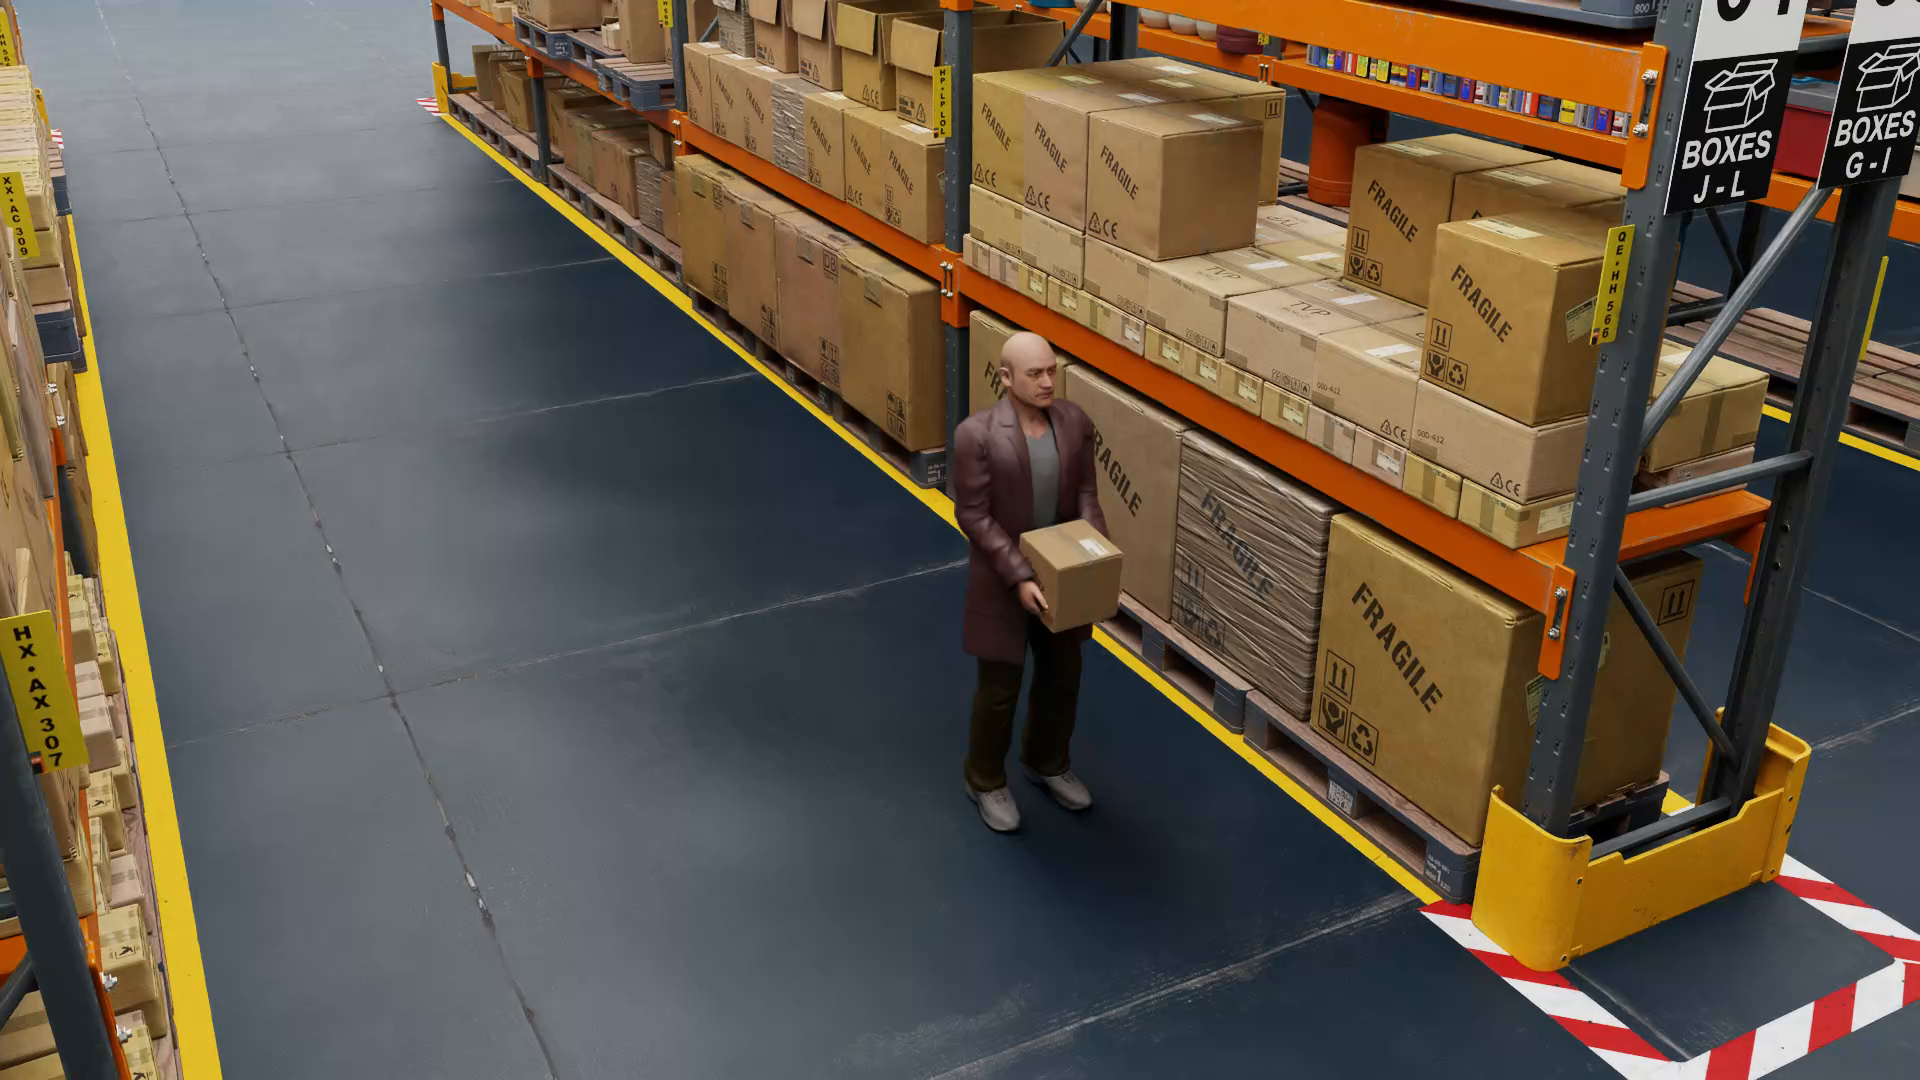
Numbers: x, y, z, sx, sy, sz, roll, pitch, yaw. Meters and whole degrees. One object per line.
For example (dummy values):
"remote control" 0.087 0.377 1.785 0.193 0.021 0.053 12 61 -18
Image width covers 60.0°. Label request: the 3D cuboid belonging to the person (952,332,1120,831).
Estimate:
"person" 0.274 0.180 5.736 0.536 1.780 0.535 -13 28 -25
